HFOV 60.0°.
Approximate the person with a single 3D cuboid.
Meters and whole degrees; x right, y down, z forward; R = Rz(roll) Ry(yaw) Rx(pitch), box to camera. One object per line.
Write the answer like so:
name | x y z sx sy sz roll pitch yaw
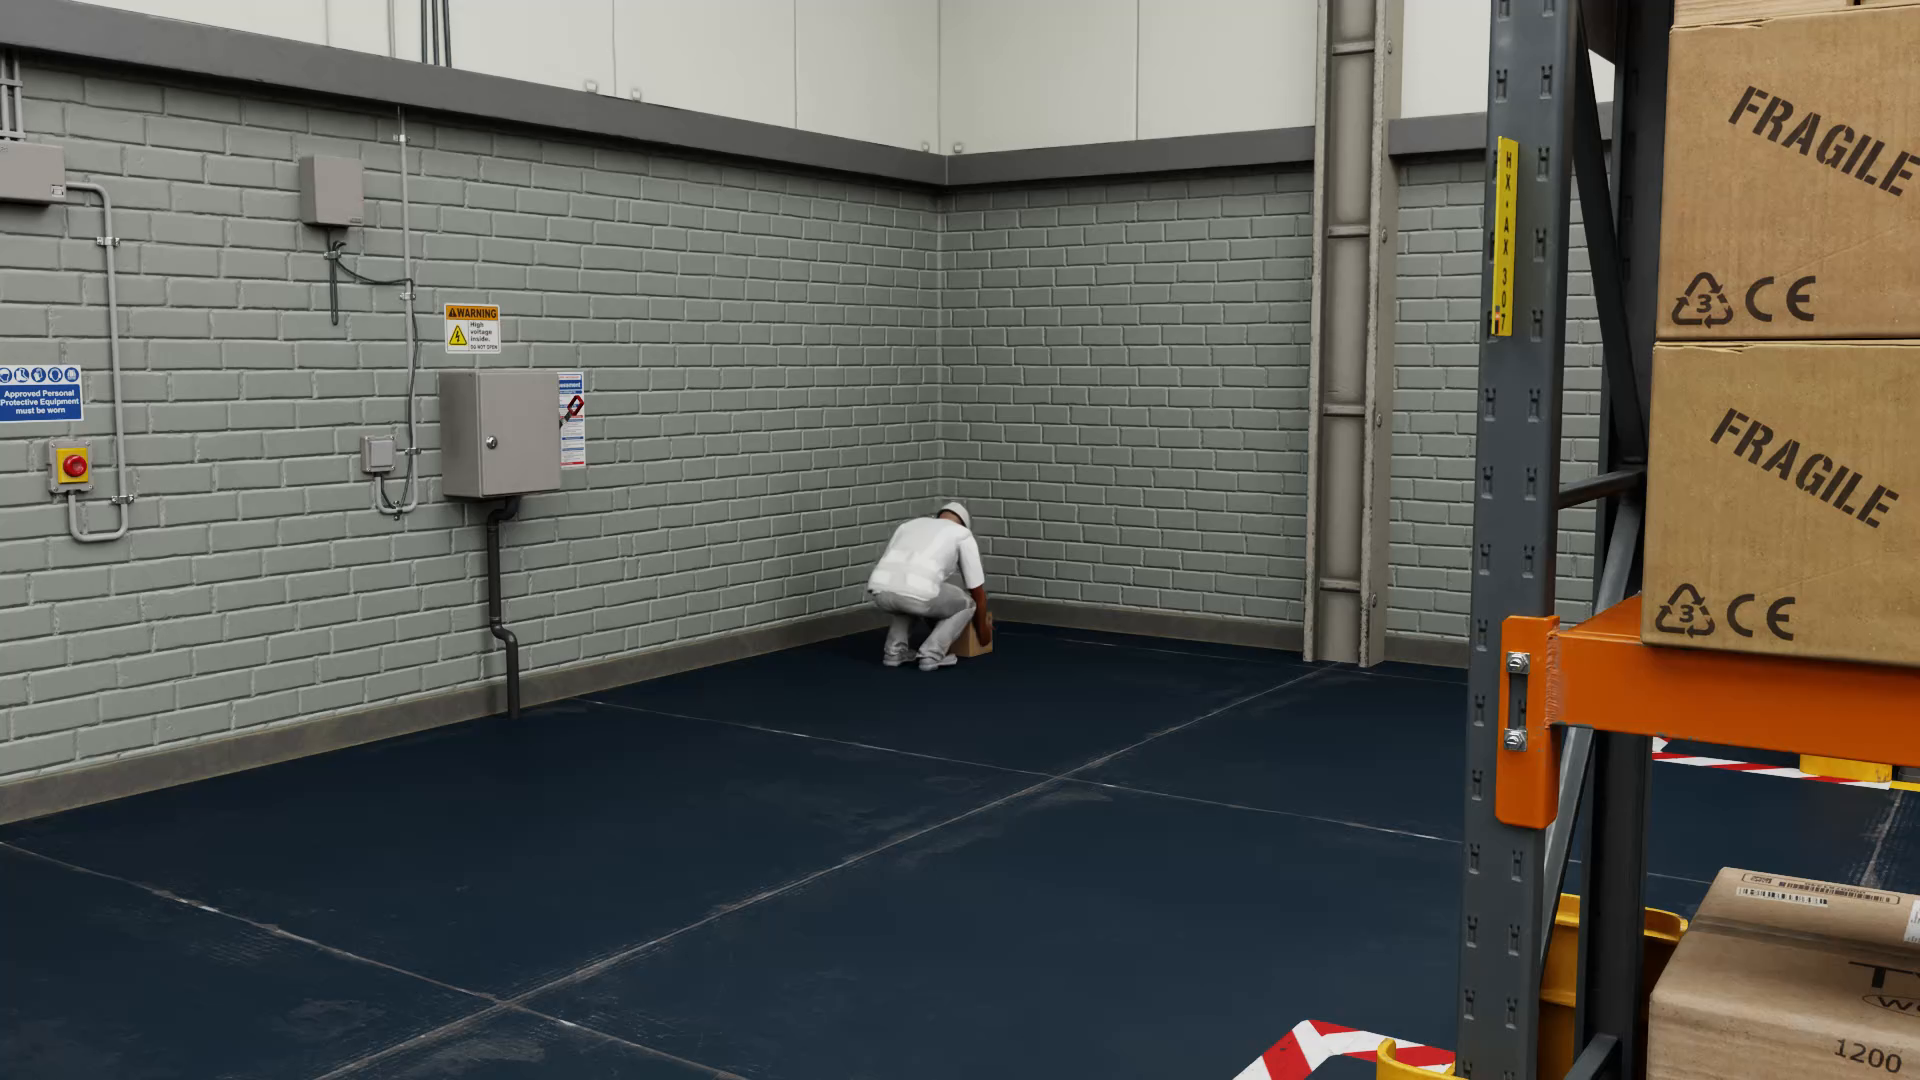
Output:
person | -0.198 0.261 9.737 0.569 0.914 0.897 4 8 33
